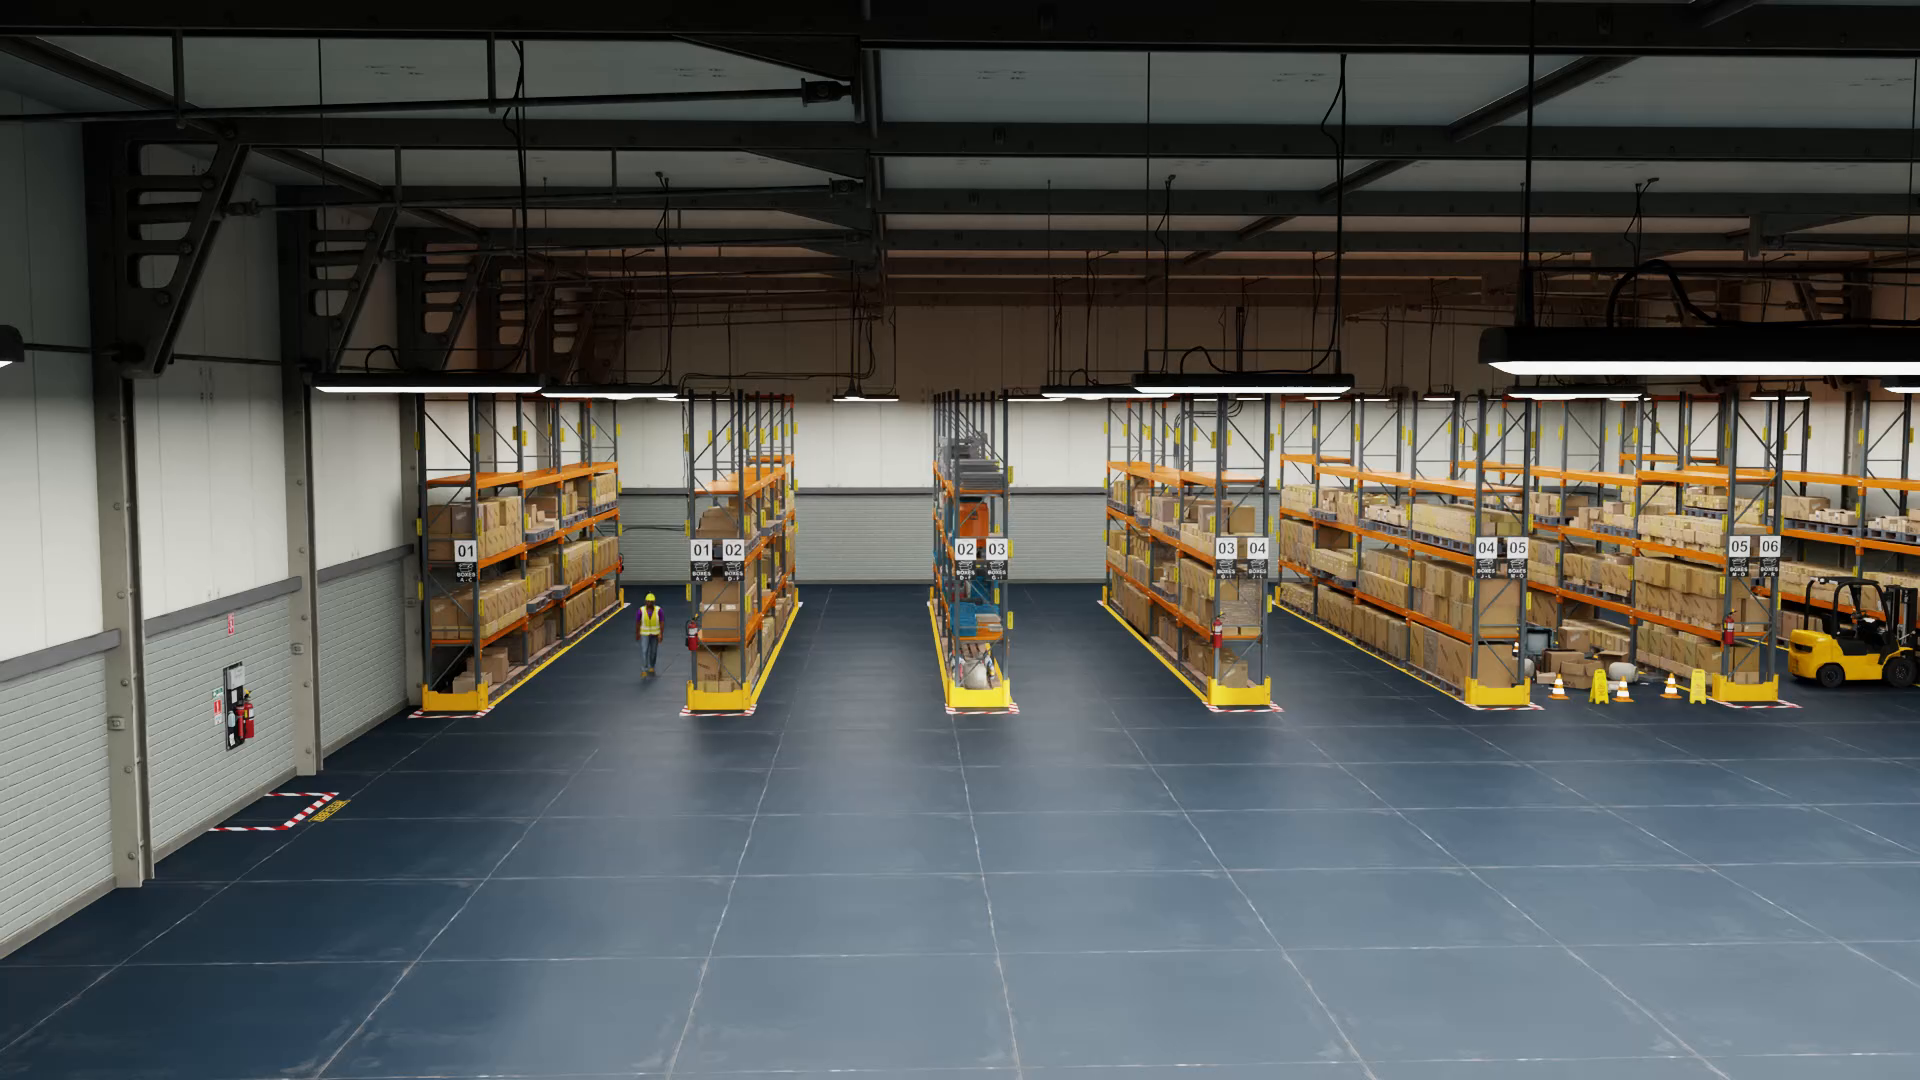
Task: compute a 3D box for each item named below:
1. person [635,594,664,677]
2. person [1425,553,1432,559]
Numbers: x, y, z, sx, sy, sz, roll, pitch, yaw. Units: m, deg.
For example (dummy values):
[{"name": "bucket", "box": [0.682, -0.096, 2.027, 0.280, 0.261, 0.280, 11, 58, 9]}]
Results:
[{"name": "person", "box": [-6.505, 1.988, 34.968, 0.587, 1.710, 0.998, -2, 5, -19]}, {"name": "person", "box": [12.596, 1.199, 44.581, 0.638, 1.777, 0.539, -4, 6, -42]}]
